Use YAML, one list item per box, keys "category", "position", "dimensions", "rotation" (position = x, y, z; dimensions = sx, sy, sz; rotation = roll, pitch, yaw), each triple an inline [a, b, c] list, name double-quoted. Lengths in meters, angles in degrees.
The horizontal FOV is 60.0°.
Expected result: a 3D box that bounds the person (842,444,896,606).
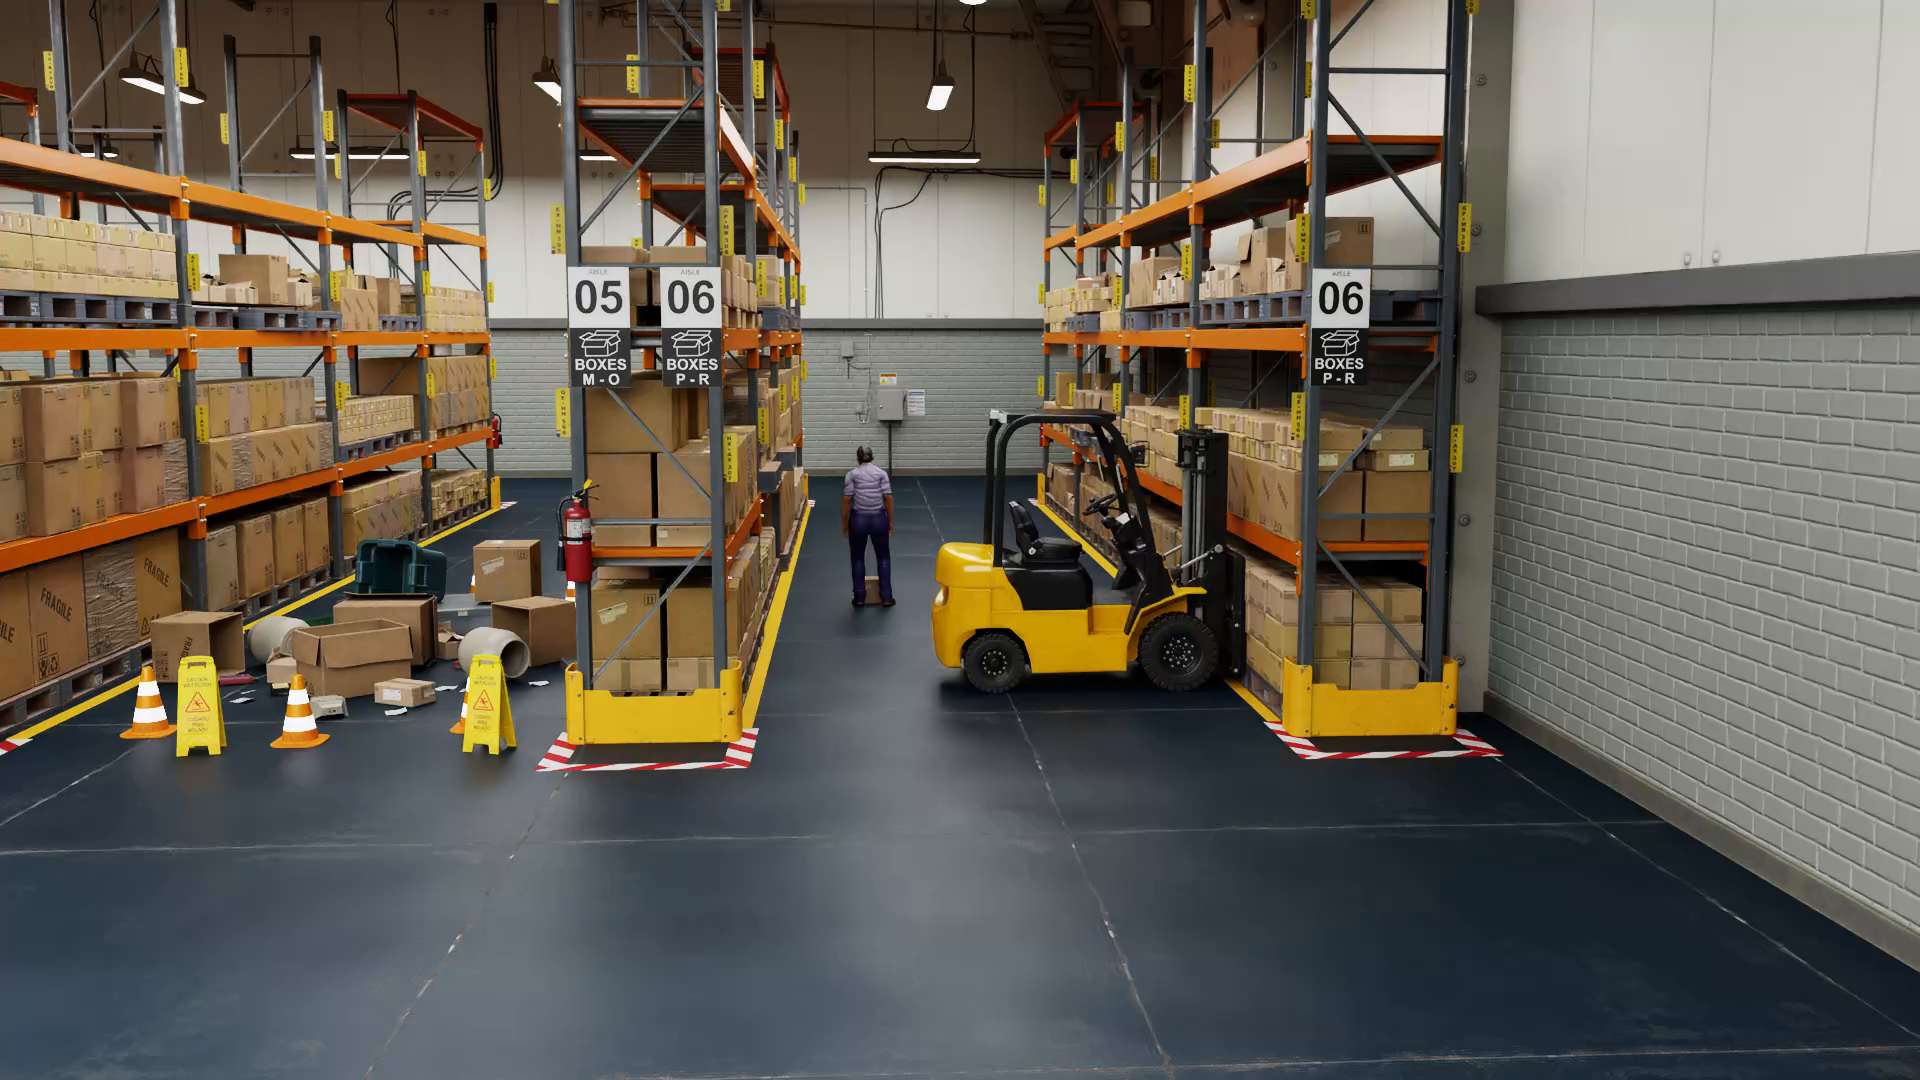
- category: "person"
  position: [-0.932, -0.138, 17.018]
  dimensions: [0.564, 1.627, 0.423]
  rotation: [-1, 7, -7]
